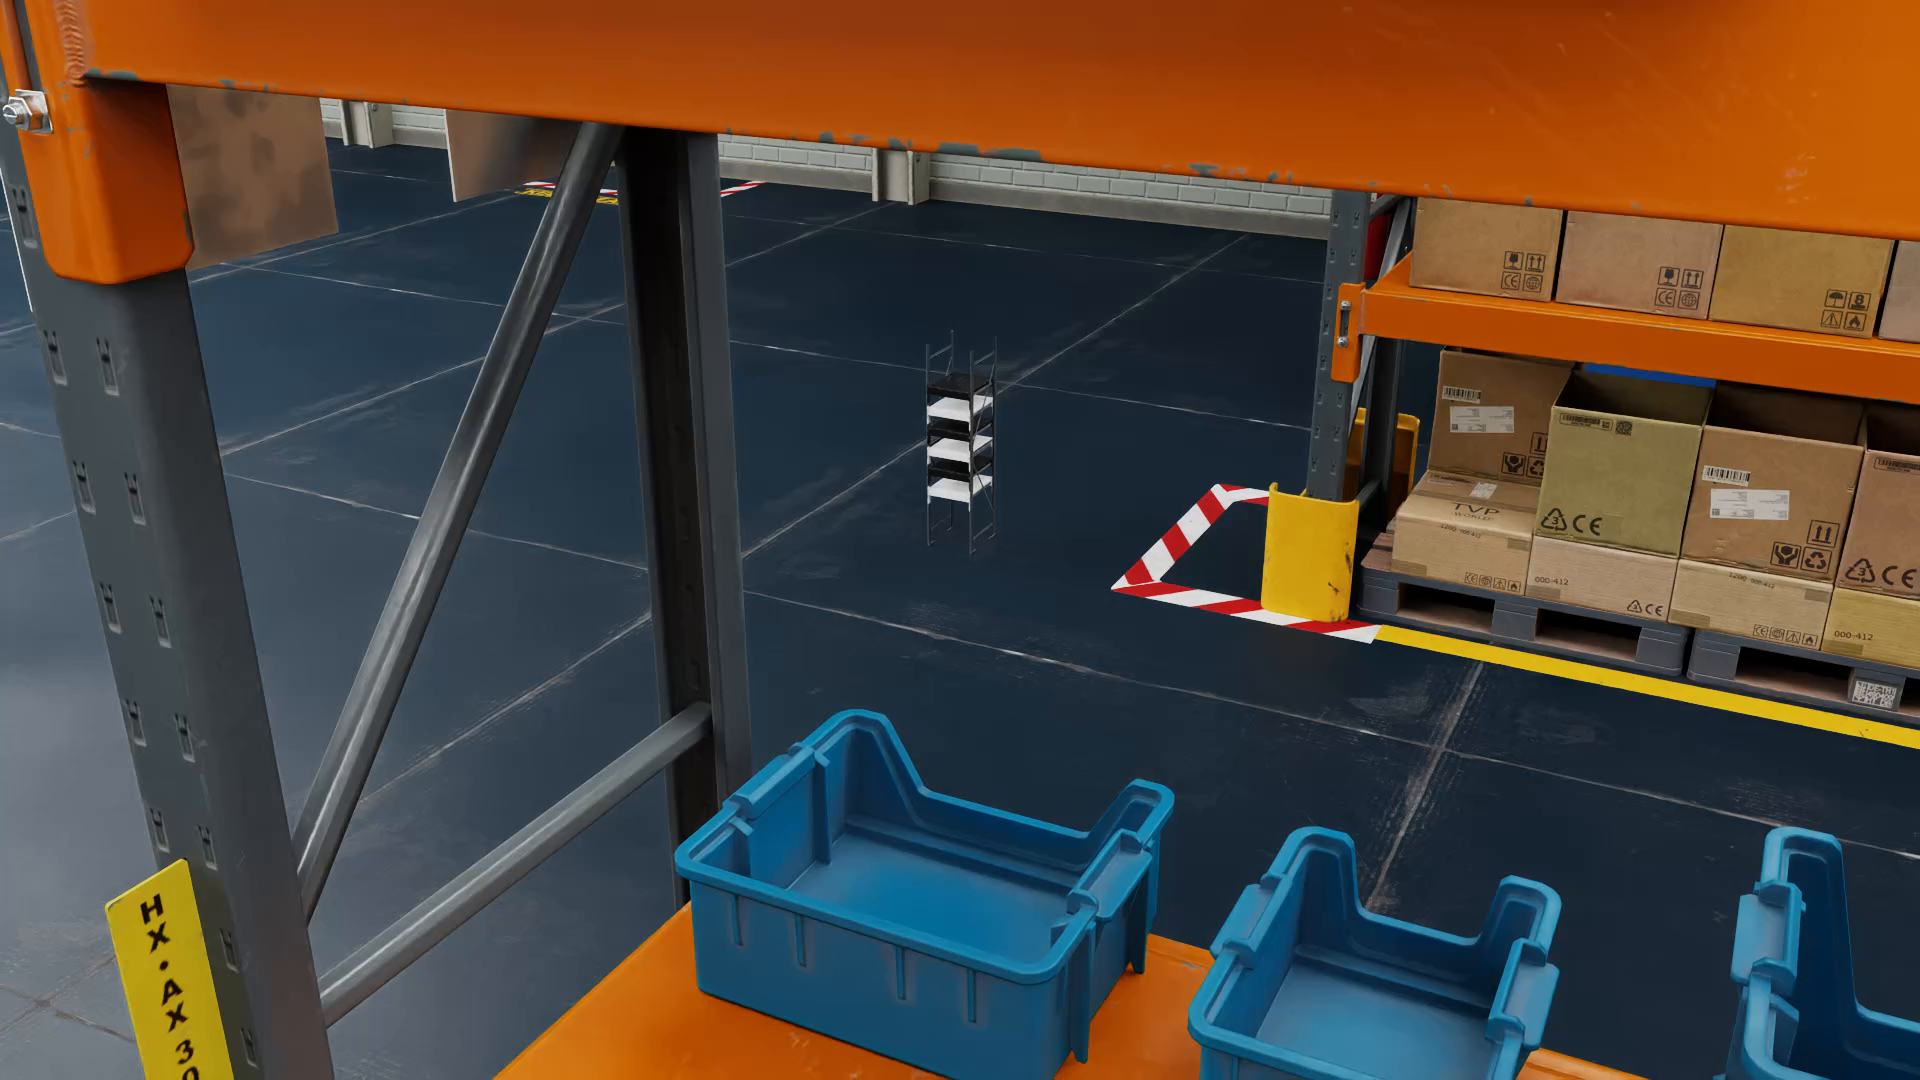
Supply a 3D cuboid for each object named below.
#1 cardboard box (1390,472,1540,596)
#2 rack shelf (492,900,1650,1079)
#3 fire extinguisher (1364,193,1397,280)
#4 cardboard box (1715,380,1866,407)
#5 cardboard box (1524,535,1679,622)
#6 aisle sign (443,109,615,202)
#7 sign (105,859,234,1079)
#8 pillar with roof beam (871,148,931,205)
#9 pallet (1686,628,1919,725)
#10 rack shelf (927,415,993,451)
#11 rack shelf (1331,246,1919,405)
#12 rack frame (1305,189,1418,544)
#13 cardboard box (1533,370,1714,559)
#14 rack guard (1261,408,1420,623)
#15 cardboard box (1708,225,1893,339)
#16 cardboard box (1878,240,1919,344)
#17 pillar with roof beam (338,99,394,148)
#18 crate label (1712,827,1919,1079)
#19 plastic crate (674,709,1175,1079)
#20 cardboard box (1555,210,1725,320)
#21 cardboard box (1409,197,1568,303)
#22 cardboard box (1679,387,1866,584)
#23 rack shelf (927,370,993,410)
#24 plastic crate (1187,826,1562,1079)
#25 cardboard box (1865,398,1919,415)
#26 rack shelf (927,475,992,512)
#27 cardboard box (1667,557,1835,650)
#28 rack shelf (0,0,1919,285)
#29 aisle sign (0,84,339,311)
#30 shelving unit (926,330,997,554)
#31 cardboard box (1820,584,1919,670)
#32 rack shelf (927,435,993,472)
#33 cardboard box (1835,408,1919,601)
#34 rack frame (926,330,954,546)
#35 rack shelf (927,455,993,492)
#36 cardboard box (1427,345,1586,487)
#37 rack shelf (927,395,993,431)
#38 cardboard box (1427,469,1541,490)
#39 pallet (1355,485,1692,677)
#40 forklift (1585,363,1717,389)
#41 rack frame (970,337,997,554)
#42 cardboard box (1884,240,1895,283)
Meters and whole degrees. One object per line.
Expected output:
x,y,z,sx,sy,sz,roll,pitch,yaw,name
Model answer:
1.994,-0.033,6.471,0.500,0.250,0.500,11,25,25,cardboard box
1.163,1.136,1.664,4.000,0.370,1.077,11,25,25,rack shelf
1.720,-1.425,6.866,0.183,0.674,0.296,11,25,25,fire extinguisher
3.128,-0.388,6.348,0.500,0.500,0.500,11,25,25,cardboard box
2.442,0.054,6.266,0.500,0.250,0.500,11,25,25,cardboard box
-0.552,-0.861,2.119,0.004,0.787,0.394,11,25,25,aisle sign
-0.874,0.516,1.850,0.005,0.325,0.100,11,25,25,sign
-2.434,-5.503,8.691,0.400,9.000,9.100,11,25,25,pillar with roof beam
3.402,0.342,6.175,1.213,0.211,1.003,11,25,25,pallet
0.007,-0.465,7.048,0.200,0.077,0.258,11,25,25,rack shelf
3.401,-0.593,5.731,4.000,0.370,1.077,11,25,25,rack shelf
1.616,-1.277,6.420,0.127,3.000,1.000,11,25,25,rack frame
2.441,-0.290,6.118,0.500,0.500,0.500,11,25,25,cardboard box
1.595,-0.131,6.919,0.348,0.500,1.175,11,25,25,rack guard
2.938,-1.055,5.771,0.500,0.500,0.700,11,26,25,cardboard box
3.410,-0.964,5.556,0.500,0.500,0.700,12,26,26,cardboard box
-7.789,-6.562,11.183,0.400,9.000,9.100,11,25,25,pillar with roof beam
1.142,0.666,1.805,0.616,0.435,0.502,11,25,25,crate label
-0.040,0.505,2.421,0.616,0.251,0.499,11,25,25,plastic crate
2.498,-1.145,5.982,0.500,0.500,0.700,12,26,26,cardboard box
2.027,-1.236,6.196,0.500,0.500,0.700,11,25,25,cardboard box
2.893,-0.206,5.921,0.500,0.500,0.500,11,25,25,cardboard box
0.007,-0.630,6.978,0.200,0.077,0.258,11,25,25,rack shelf
0.537,0.621,2.146,0.408,0.251,0.499,11,25,25,plastic crate
3.574,-0.299,6.139,0.500,0.500,0.500,11,25,25,cardboard box
0.007,-0.216,7.154,0.200,0.077,0.258,11,25,25,rack shelf
2.888,0.143,6.058,0.500,0.250,0.500,11,25,25,cardboard box
1.163,-0.244,1.077,4.000,0.370,1.077,11,25,25,rack shelf
-0.818,-0.654,1.634,0.004,0.787,0.394,11,25,25,aisle sign
0.007,-0.413,7.071,0.210,0.900,0.258,11,25,25,shelving unit
3.332,0.233,5.847,0.500,0.250,0.500,11,25,25,cardboard box
0.007,-0.382,7.084,0.200,0.077,0.258,11,25,25,rack shelf
3.332,-0.112,5.699,0.500,0.500,0.500,11,25,25,cardboard box
-0.083,-0.431,7.113,0.006,0.900,0.240,11,25,25,rack frame
0.007,-0.299,7.119,0.200,0.077,0.258,11,25,25,rack shelf
2.229,-0.559,6.751,0.500,0.500,0.500,11,25,25,cardboard box
0.007,-0.548,7.013,0.200,0.077,0.258,11,25,25,rack shelf
2.228,-0.214,6.896,0.500,0.250,0.500,11,25,25,cardboard box
2.318,0.126,6.683,1.213,0.211,1.003,11,25,25,pallet
4.202,-1.867,7.894,3.031,2.935,1.130,4,23,9,forklift
0.098,-0.395,7.028,0.006,0.900,0.240,11,25,25,rack frame
5.566,-1.659,9.949,0.500,0.500,0.700,10,25,21,cardboard box
